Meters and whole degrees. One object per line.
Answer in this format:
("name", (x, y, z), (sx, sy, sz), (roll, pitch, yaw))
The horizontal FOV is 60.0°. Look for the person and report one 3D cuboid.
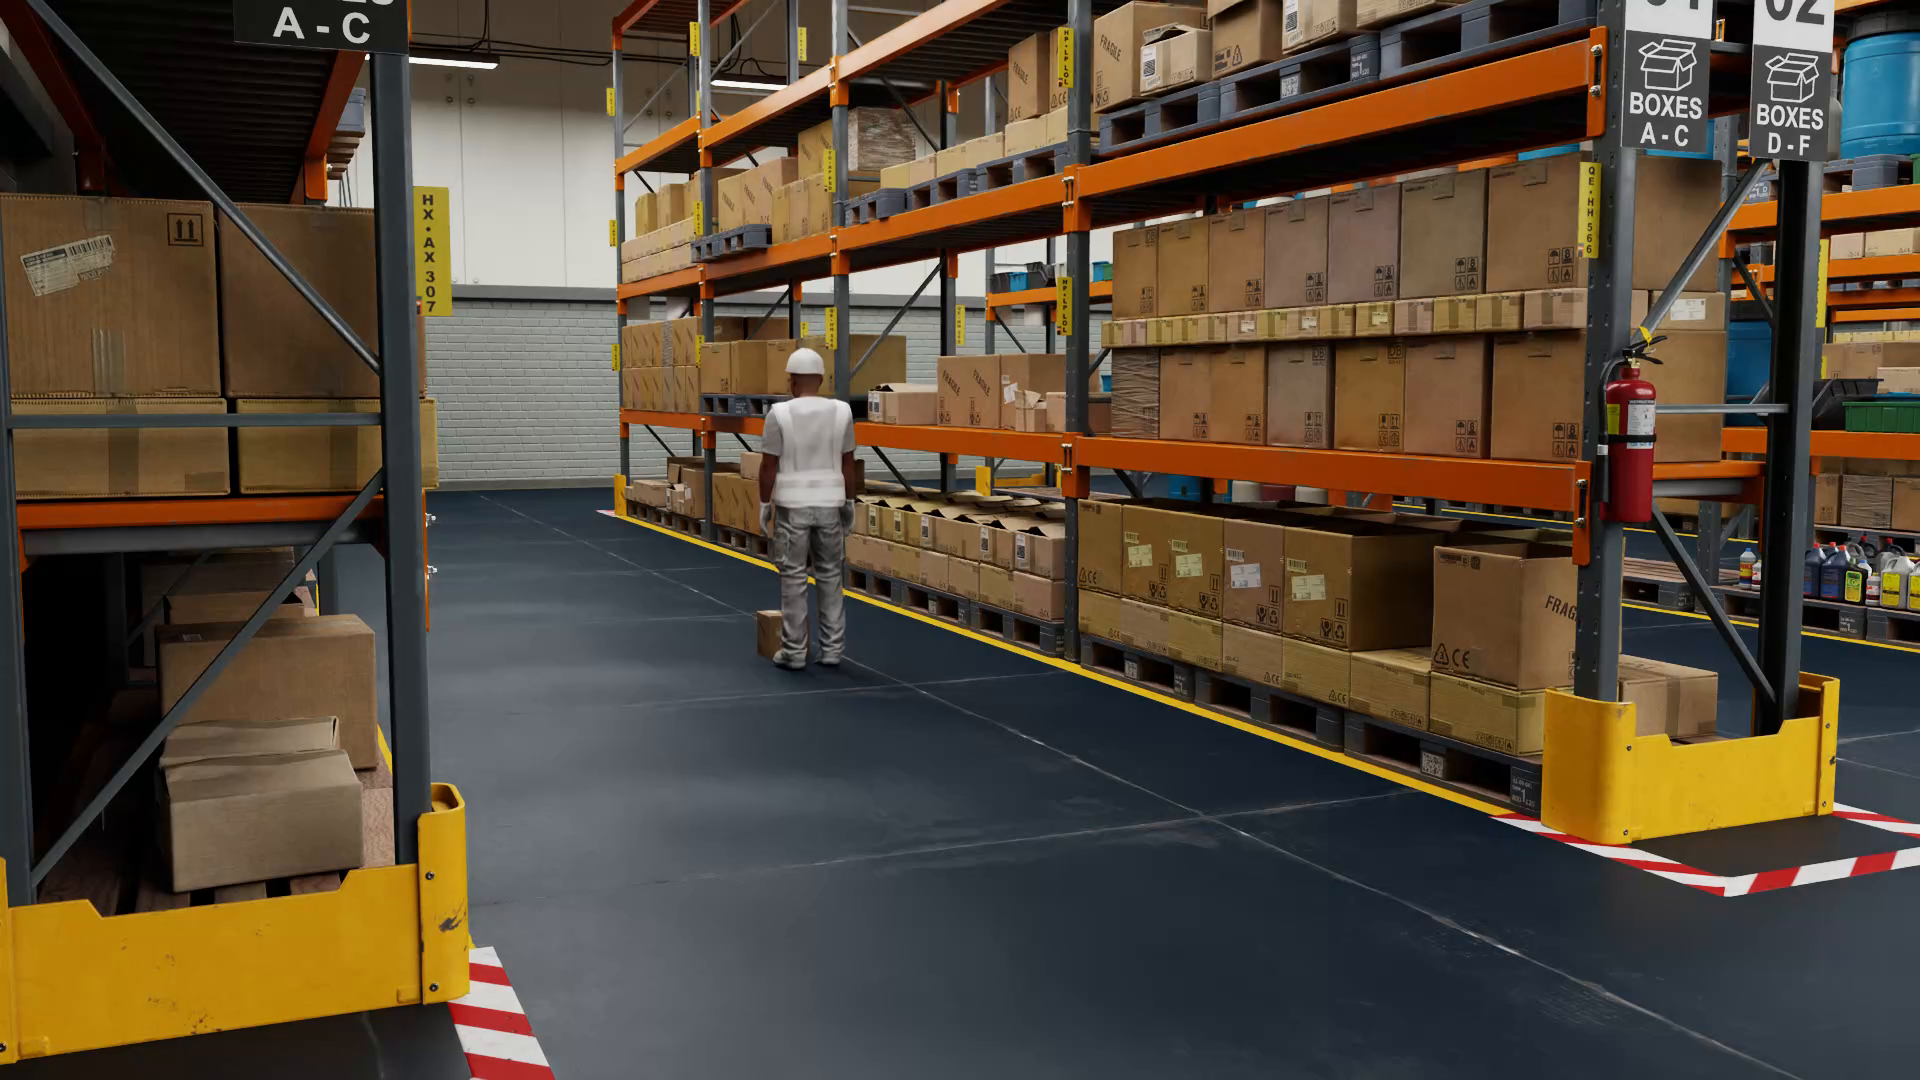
("person", (-0.873, -0.169, 9.387), (0.564, 1.815, 0.405), (-2, 6, -24))
